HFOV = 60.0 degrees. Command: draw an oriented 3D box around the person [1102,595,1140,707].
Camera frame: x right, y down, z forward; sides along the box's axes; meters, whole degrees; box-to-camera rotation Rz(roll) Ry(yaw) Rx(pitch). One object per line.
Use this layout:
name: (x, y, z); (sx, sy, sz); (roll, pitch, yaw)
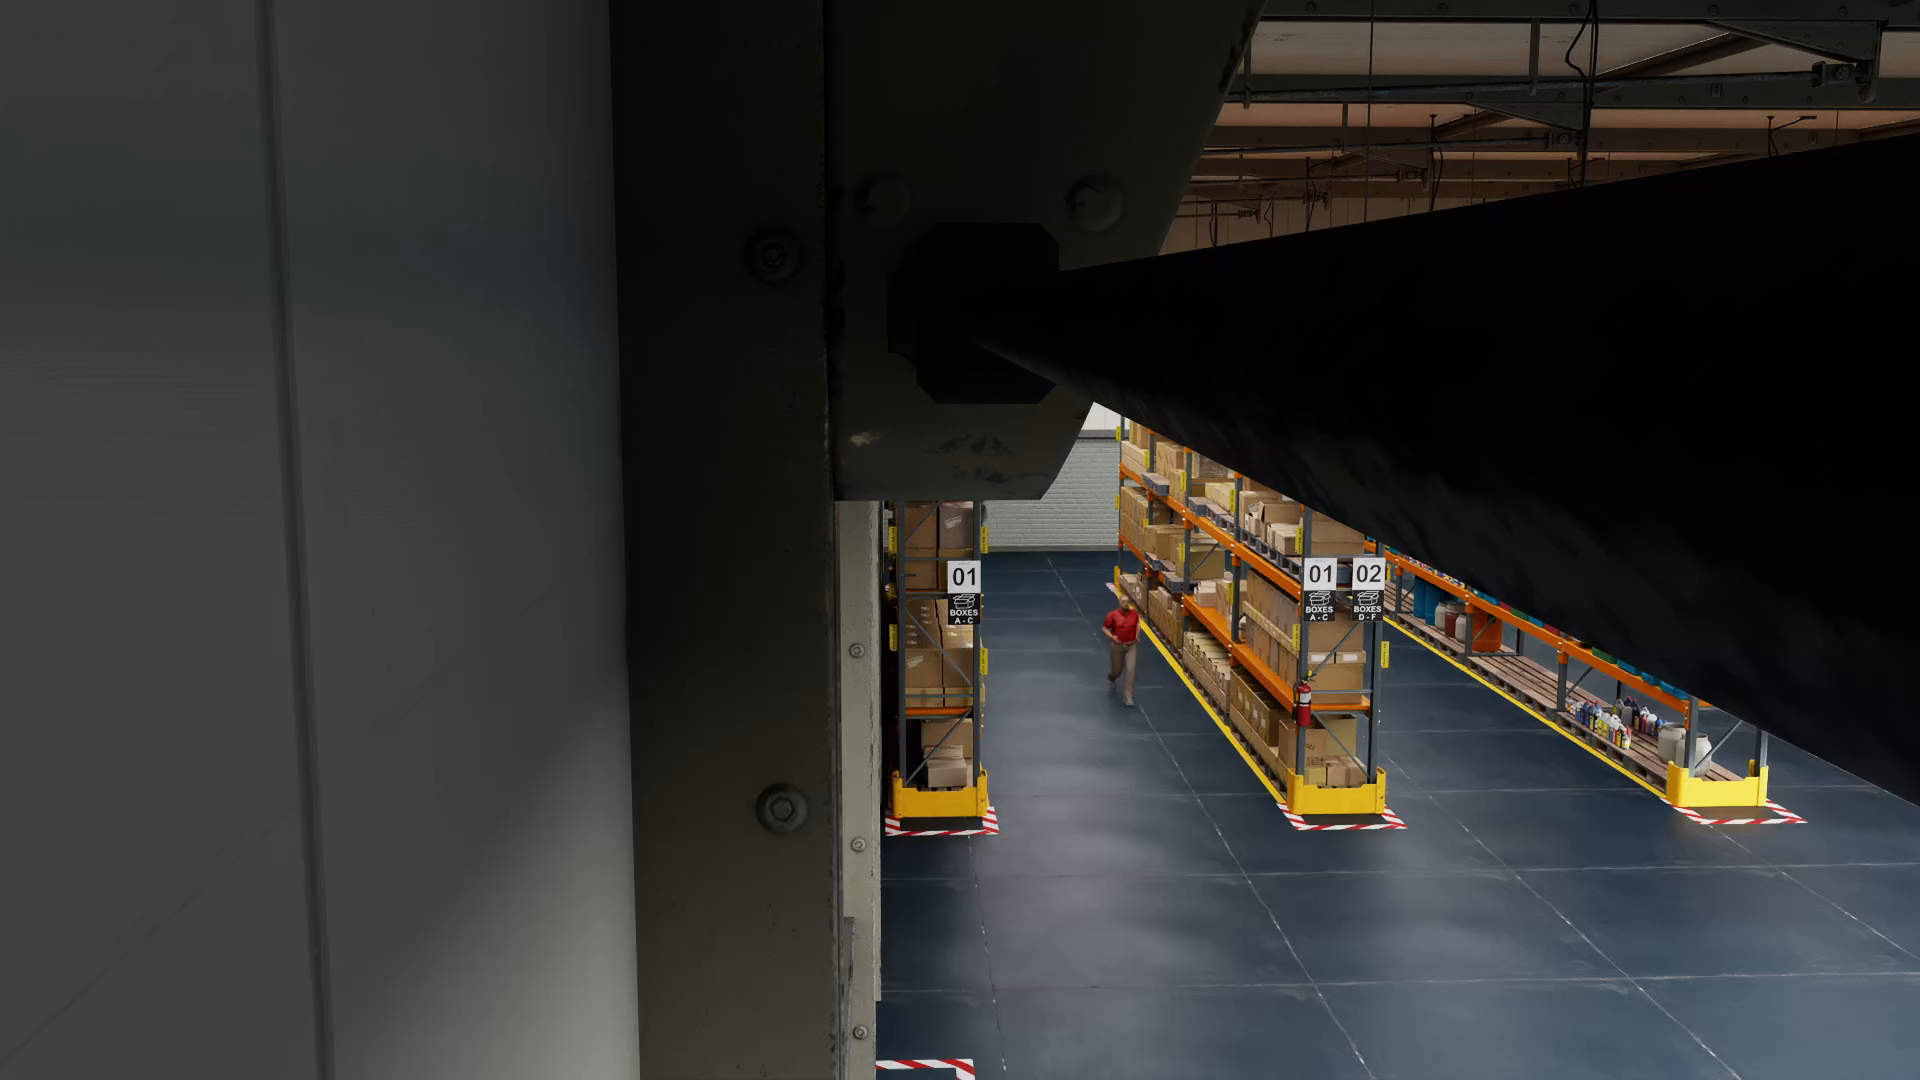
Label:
person: (2.575, 1.713, 26.324); (0.662, 1.719, 0.933); (-2, 8, -10)
